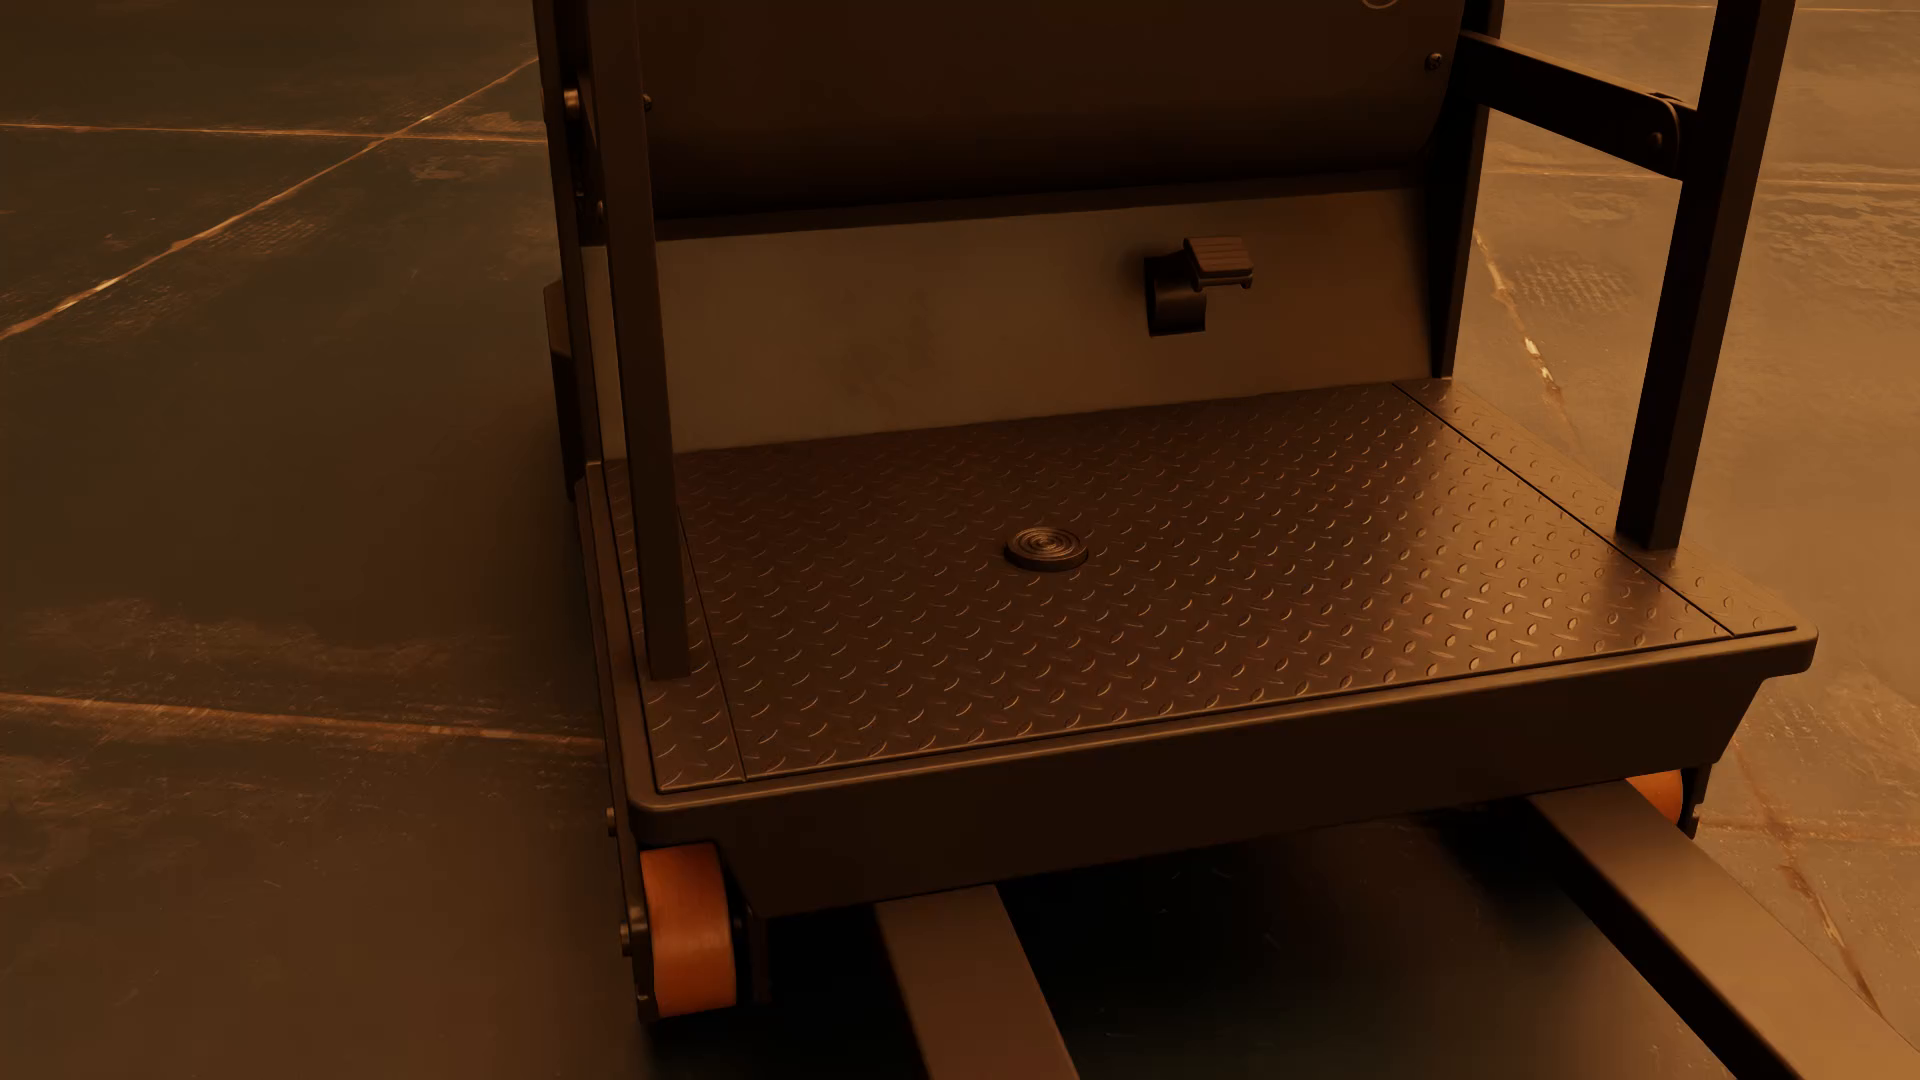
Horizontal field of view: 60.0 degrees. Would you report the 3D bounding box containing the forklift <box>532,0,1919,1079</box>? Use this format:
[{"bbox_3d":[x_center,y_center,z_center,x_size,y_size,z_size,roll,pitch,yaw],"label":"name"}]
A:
[{"bbox_3d":[0.153,-1.049,1.319,1.130,2.935,3.031,-7,27,-13],"label":"forklift"}]
